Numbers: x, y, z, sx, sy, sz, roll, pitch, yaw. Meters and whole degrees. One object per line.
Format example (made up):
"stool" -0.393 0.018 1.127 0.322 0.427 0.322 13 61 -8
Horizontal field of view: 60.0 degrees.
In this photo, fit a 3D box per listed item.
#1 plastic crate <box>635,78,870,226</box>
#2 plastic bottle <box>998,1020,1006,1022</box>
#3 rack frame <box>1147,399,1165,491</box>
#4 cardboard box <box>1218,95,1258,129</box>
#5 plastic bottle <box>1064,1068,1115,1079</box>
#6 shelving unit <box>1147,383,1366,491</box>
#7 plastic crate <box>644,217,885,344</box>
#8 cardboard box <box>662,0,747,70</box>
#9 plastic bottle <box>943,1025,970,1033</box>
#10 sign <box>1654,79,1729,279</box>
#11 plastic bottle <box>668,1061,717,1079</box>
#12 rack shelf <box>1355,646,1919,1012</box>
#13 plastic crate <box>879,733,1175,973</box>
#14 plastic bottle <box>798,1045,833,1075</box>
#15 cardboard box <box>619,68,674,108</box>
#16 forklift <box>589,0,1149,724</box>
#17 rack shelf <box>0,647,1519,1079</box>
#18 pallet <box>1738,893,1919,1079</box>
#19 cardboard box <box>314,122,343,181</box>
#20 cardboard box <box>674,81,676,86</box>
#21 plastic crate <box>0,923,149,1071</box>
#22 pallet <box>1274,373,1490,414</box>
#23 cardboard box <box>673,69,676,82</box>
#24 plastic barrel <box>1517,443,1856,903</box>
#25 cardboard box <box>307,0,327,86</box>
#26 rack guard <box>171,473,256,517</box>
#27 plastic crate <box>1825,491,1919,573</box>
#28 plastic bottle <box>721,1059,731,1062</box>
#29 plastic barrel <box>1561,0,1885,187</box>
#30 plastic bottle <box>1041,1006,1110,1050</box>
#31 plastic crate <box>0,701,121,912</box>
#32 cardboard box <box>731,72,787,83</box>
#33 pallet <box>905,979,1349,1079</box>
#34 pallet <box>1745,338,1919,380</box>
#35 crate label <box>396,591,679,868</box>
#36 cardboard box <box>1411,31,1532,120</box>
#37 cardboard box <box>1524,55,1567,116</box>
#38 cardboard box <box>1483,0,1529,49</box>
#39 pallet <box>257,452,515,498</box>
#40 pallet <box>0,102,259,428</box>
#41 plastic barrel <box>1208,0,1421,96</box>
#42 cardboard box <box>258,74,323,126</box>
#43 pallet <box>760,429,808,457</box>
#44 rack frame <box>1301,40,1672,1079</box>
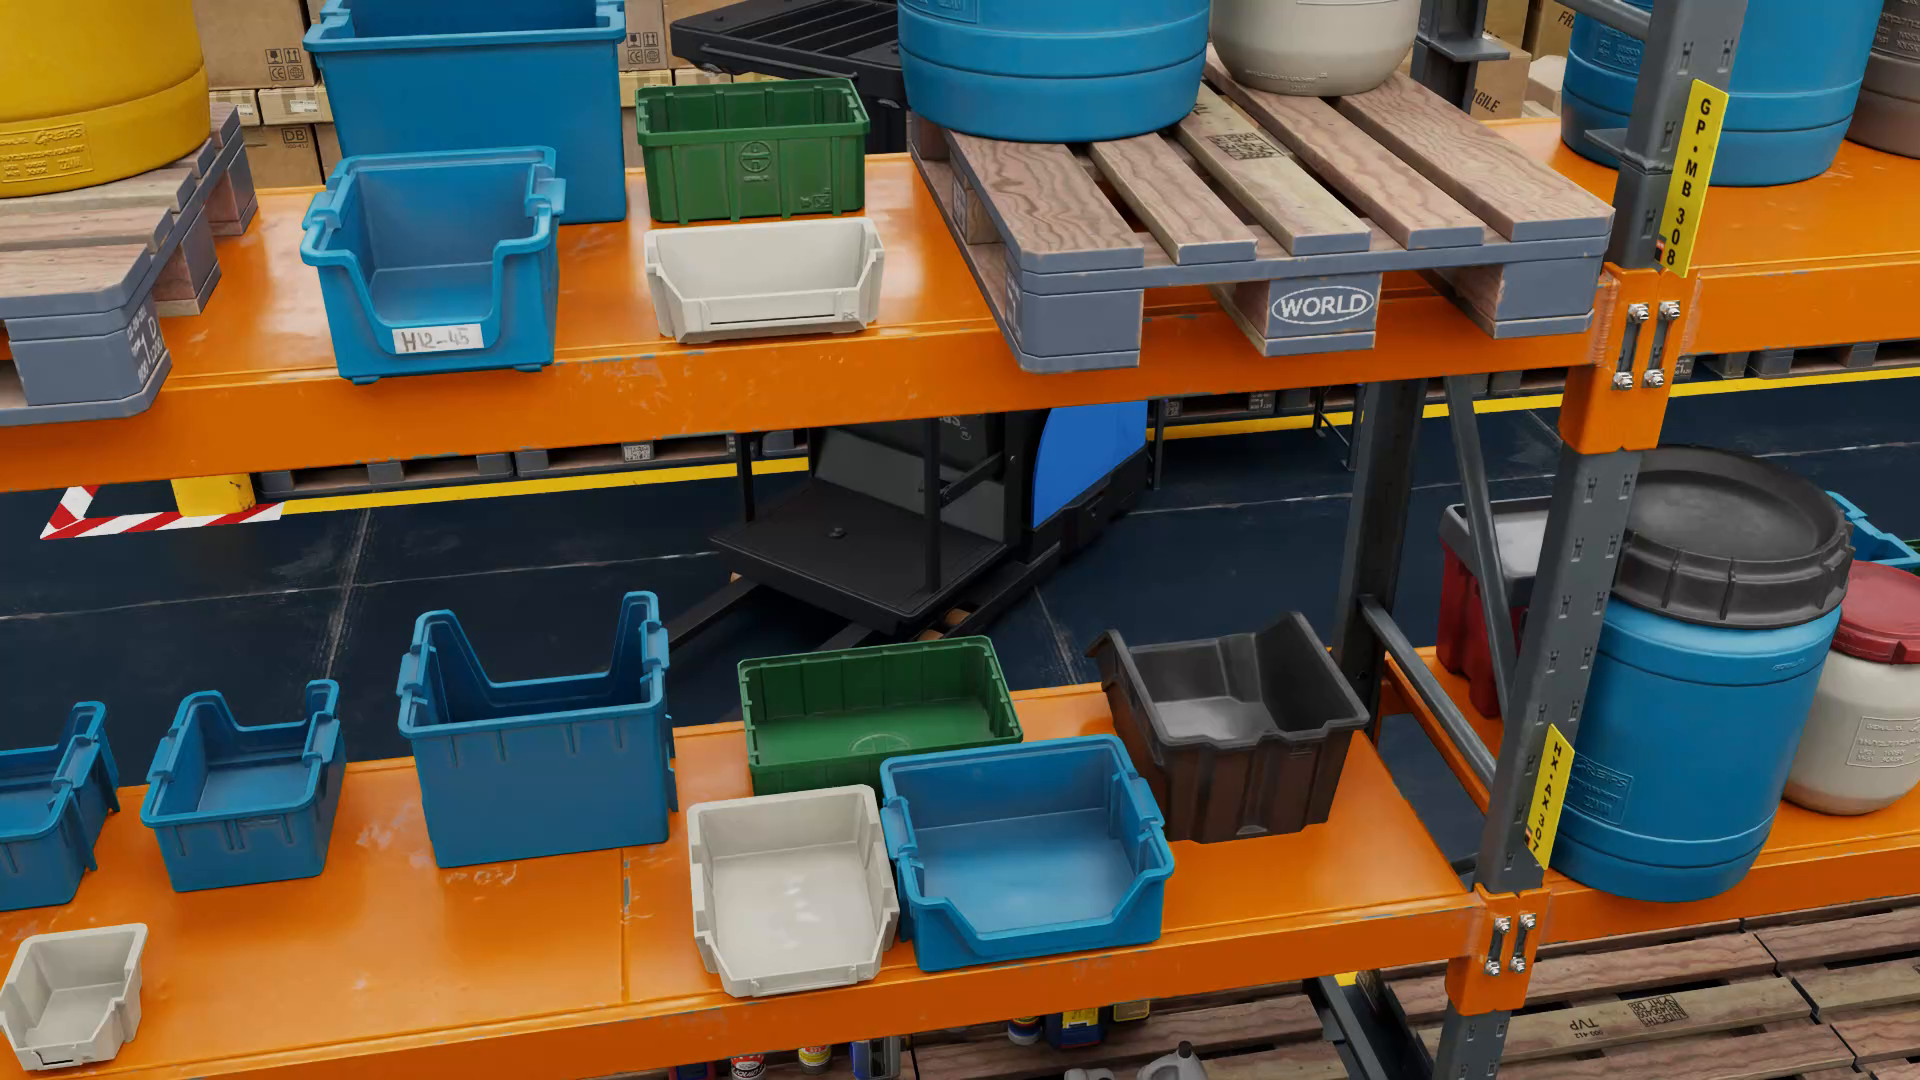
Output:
"plastic crate" -0.424 -0.795 3.393 0.450 0.188 0.336 -5 31 -9
"plastic bottle" 0.122 1.234 4.871 0.185 0.351 0.144 -7 31 -11
"rack frame" 0.917 -1.015 7.996 0.032 1.500 0.500 -6 31 -9
"cardboard box" 1.565 -2.225 8.476 0.500 0.500 0.500 -3 31 -5
"plastic bottle" 0.355 1.531 4.440 0.135 0.276 0.152 -5 31 -9
"shelving unit" 1.417 -1.064 8.079 1.048 1.500 0.538 -6 31 -9
"plastic crate" -0.329 -0.433 2.828 0.396 0.136 0.243 -5 31 -9
"cardboard box" -1.137 -2.538 7.729 0.500 0.500 0.700 -5 31 -9
"plastic bottle" -0.016 1.301 4.836 0.097 0.271 0.097 0 30 0
"sign" 1.265 -0.623 2.883 0.005 0.325 0.100 -5 31 -9
"plastic bottle" -0.758 1.402 4.652 0.133 0.283 0.061 -5 31 -9
"rack shelf" 3.144 0.526 4.606 4.000 0.370 1.077 -5 31 -9
"plastic crate" 0.137 0.699 3.749 0.616 0.251 0.499 -5 31 -9
"plastic bottle" -0.414 1.411 4.718 0.097 0.201 0.097 0 30 0
"cardboard box" -1.451 -2.122 7.661 0.250 0.149 0.380 -4 31 -7
"forklift" -0.360 -1.005 6.567 1.130 2.935 3.031 20 36 30
"rack shelf" -0.791 0.891 3.985 4.000 0.370 1.077 -5 31 -9
"pallet" 3.145 1.396 5.168 1.213 0.211 1.003 -5 31 -9
"cardboard box" -2.669 -1.836 7.815 0.500 0.500 0.700 -5 31 -8
"cardboard box" -1.159 -1.976 8.053 0.500 0.500 0.700 -5 31 -8
"plastic crate" -1.820 0.956 3.426 0.250 0.136 0.298 -5 31 -9
"pallet" 2.208 -1.070 9.361 1.213 0.211 1.003 -5 31 -9
"cardboard box" -1.278 -2.347 8.043 0.250 0.149 0.380 -6 31 -10
"plastic barrel" 1.611 0.298 3.790 0.708 0.901 0.600 -5 31 -9
"cardboard box" -2.616 -2.401 7.495 0.500 0.500 0.700 -6 31 -10
"rack guard" -3.670 -0.627 8.323 0.348 0.500 1.175 -5 31 -9
"plastic crate" 2.206 0.149 4.553 0.575 0.384 0.392 -5 31 -9
"plastic bottle" -0.641 1.339 4.766 0.135 0.276 0.152 -6 31 -10
"plastic barrel" 1.638 -1.266 3.489 0.708 0.901 0.600 -5 31 -9
"plastic bottle" 0.334 1.289 4.778 0.185 0.351 0.144 -5 31 -9
"plastic crate" -2.319 0.633 3.862 0.616 0.251 0.499 -5 31 -9
"cardboard box" -0.942 -2.171 7.744 0.250 0.149 0.380 -5 31 -9
"pallet" 0.509 1.641 4.751 1.213 0.211 1.003 -5 31 -9
"pallet" 4.964 -1.284 9.726 1.213 0.211 1.003 -5 31 -9
"crate label" -0.996 0.445 3.999 0.616 0.435 0.502 -5 31 -9
"cardboard box" 2.575 -2.319 8.636 0.500 0.500 0.500 -7 31 -12
"cardboard box" 3.308 -2.414 8.983 0.500 0.311 0.500 -6 31 -10
"cardboard box" 4.074 -4.163 13.576 0.750 0.750 0.750 -6 31 -10
"pallet" -2.902 -0.595 8.554 1.213 0.211 1.003 -5 31 -9
"pallet" -1.926 -0.475 2.826 1.213 0.211 1.003 -5 31 -9
"plastic barrel" 0.718 -1.183 3.318 0.421 0.512 0.421 0 30 0
"cardboard box" -2.962 -1.983 7.425 0.250 0.149 0.380 -6 31 -10
"pallet" -0.502 -0.818 8.933 1.213 0.211 1.003 -5 31 -9
"rack frame" 1.177 0.398 4.114 0.127 3.000 1.000 -5 31 -9
